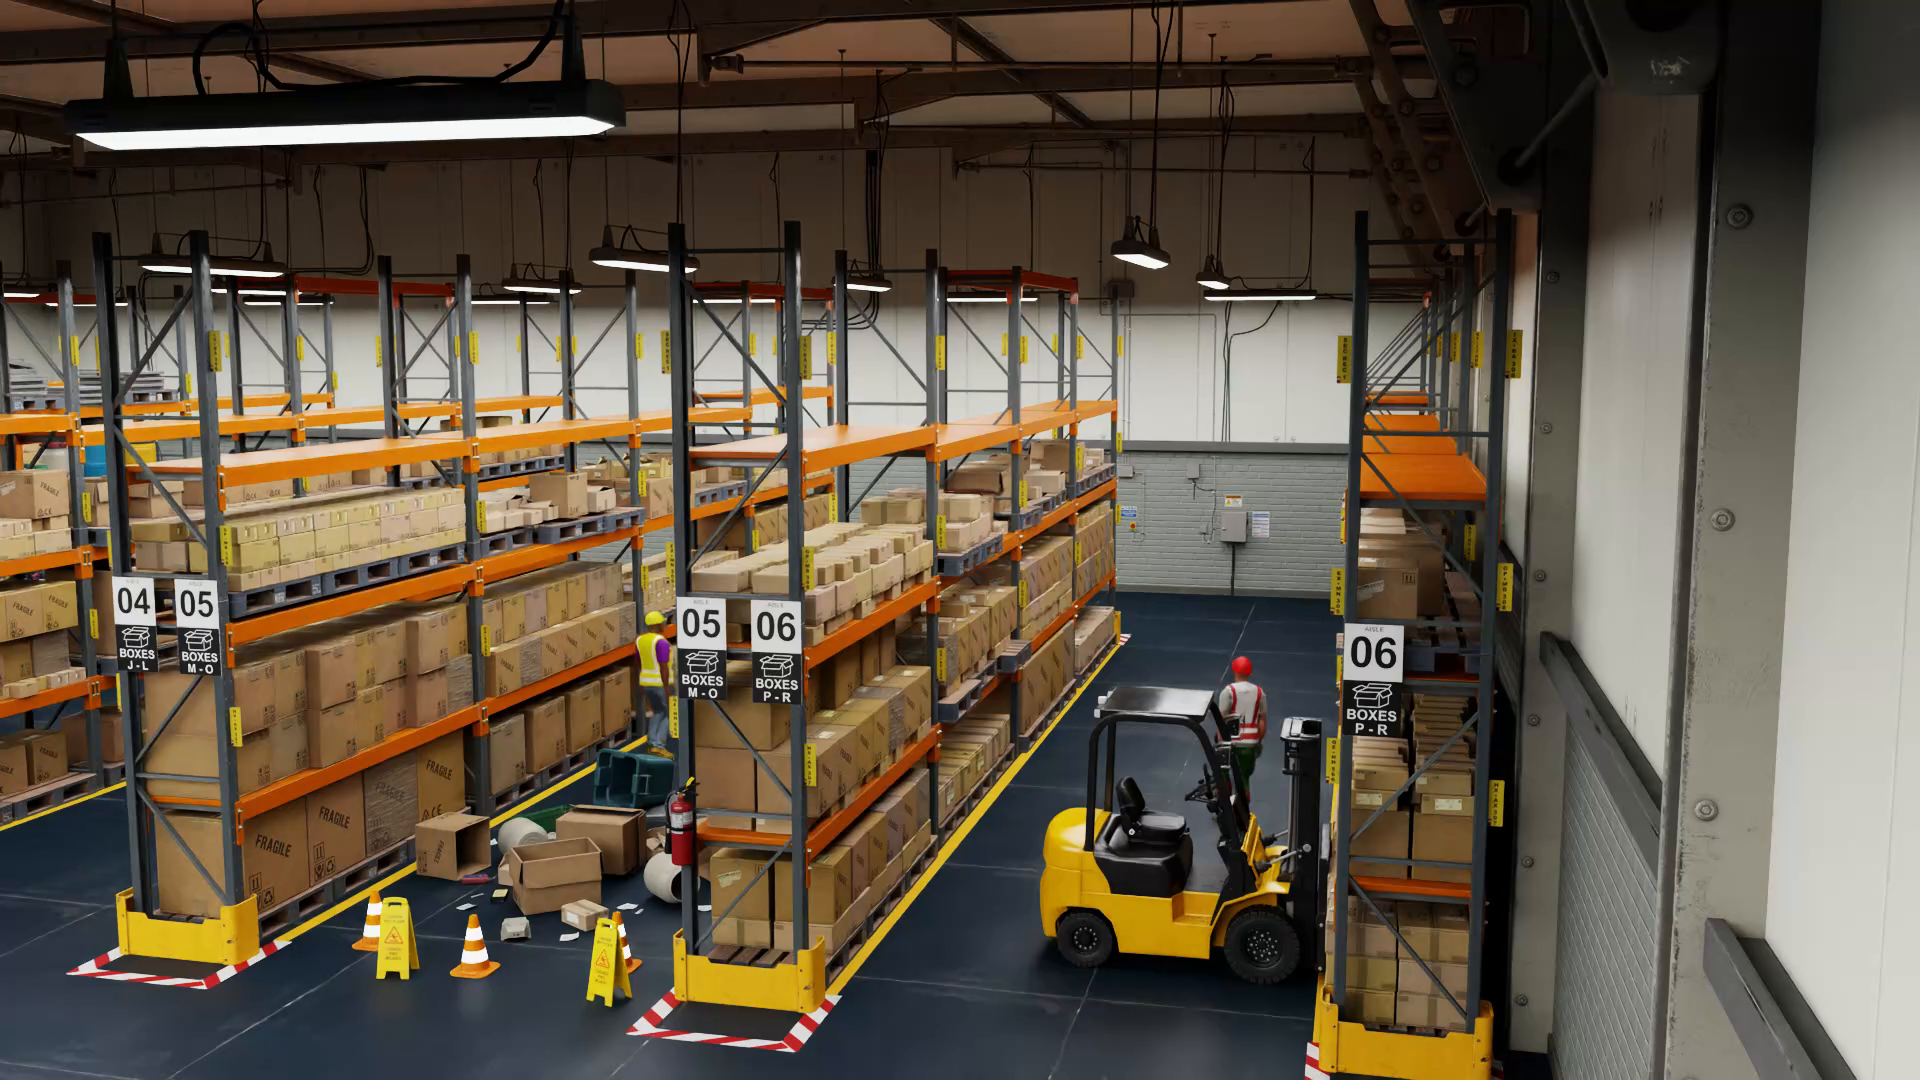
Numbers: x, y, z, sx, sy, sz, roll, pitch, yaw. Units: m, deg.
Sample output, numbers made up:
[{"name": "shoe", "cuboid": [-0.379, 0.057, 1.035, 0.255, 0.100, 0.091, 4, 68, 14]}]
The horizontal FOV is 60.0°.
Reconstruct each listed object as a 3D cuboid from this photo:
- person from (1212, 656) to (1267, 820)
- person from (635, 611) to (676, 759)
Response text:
[{"name": "person", "cuboid": [2.829, 2.042, 16.787, 0.546, 1.740, 0.608, 0, 7, 1]}, {"name": "person", "cuboid": [-3.614, 1.711, 19.653, 0.601, 1.725, 0.499, 3, 8, 24]}]
